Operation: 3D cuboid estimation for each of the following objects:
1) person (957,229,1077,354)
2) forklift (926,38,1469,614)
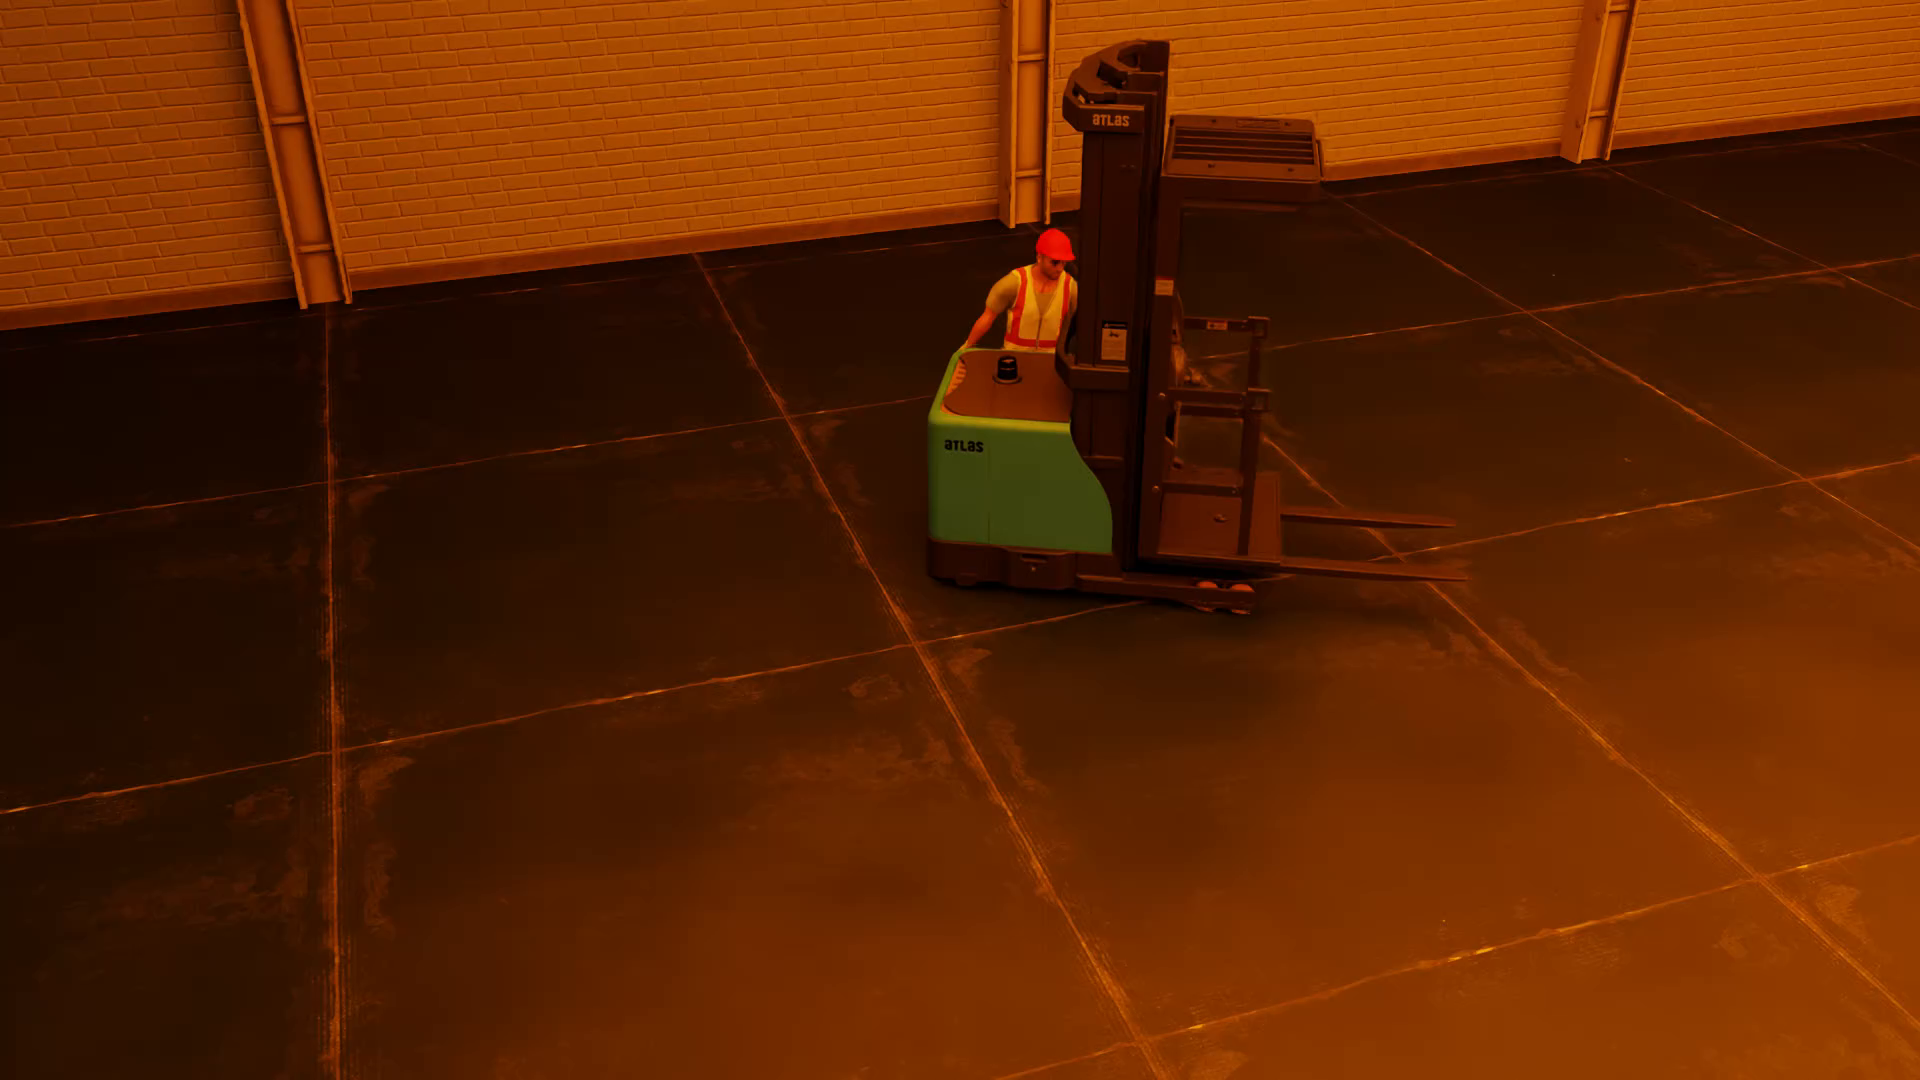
[{"bbox_3d":[0.419,-1.127,10.280,0.894,1.701,0.510,-1,30,-2],"label":"person"},{"bbox_3d":[1.370,-1.141,9.071,3.031,2.935,1.130,4,30,8],"label":"forklift"}]
